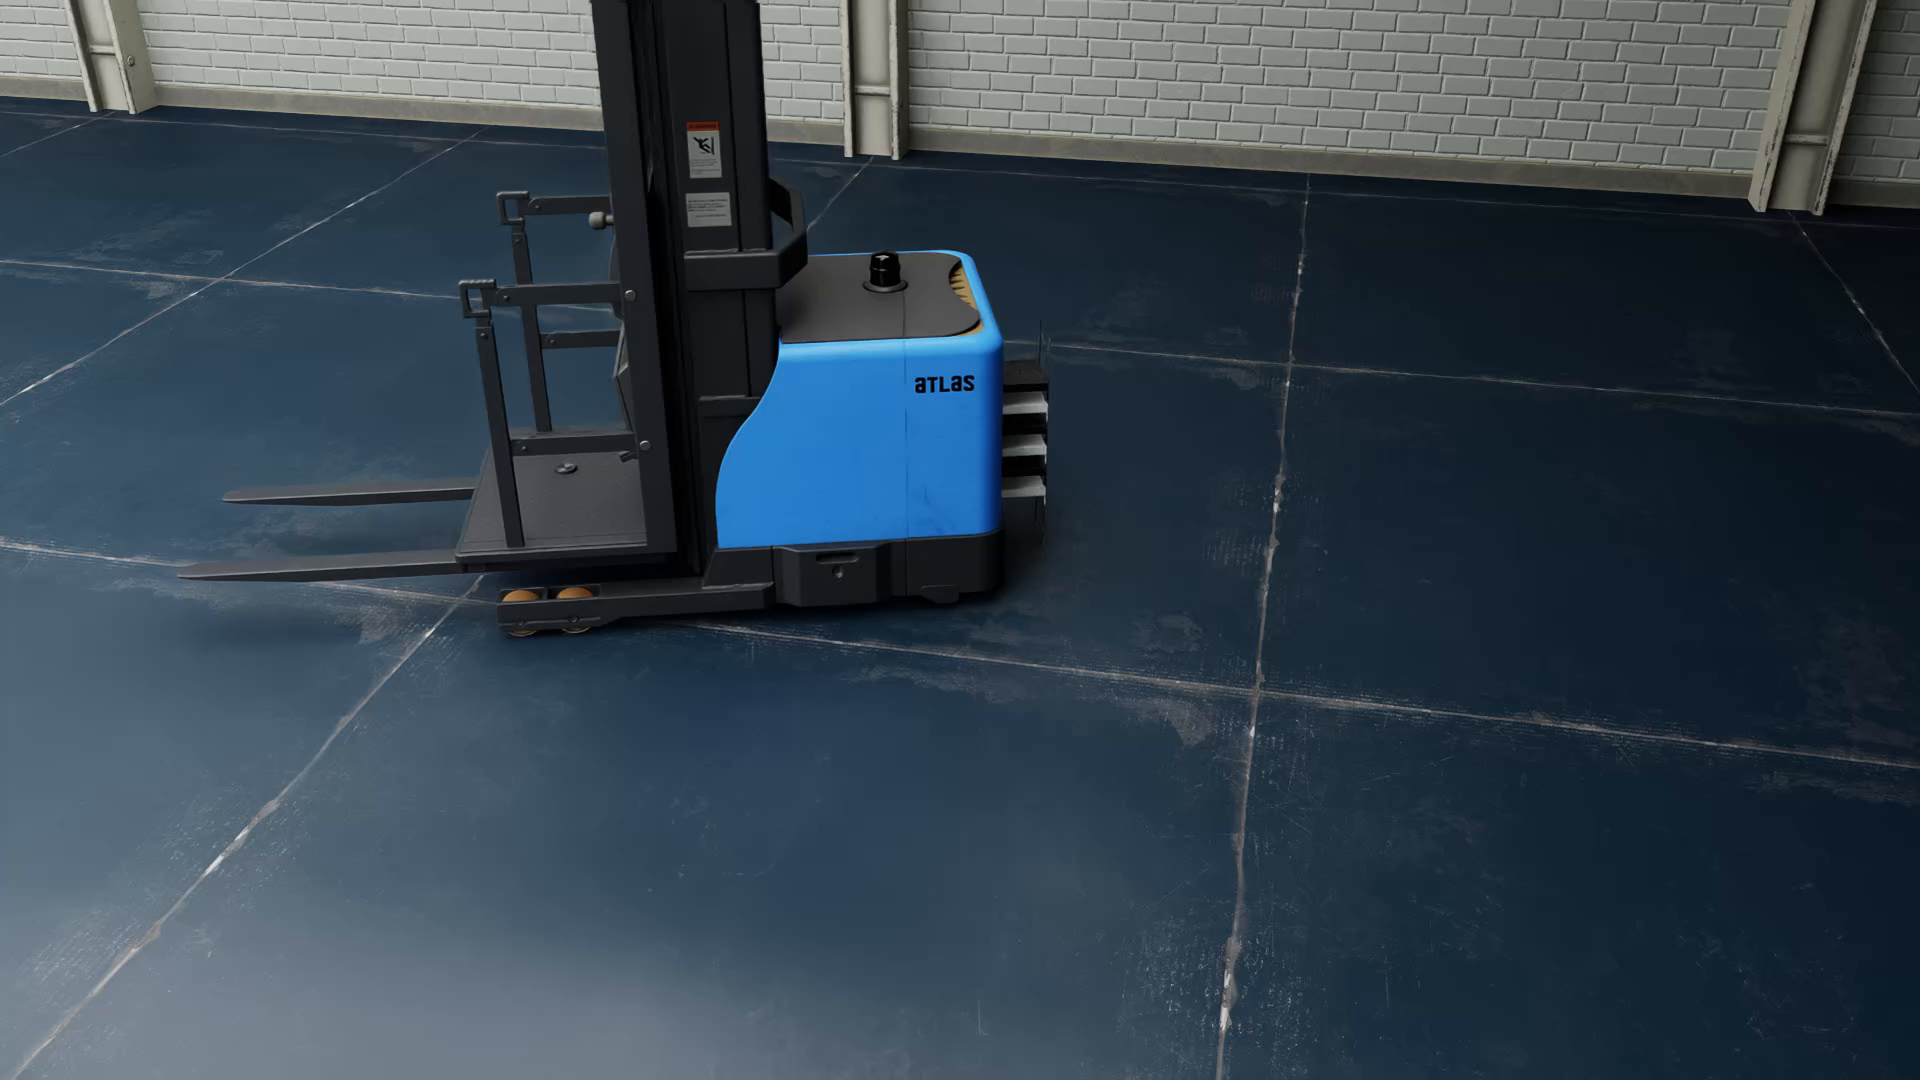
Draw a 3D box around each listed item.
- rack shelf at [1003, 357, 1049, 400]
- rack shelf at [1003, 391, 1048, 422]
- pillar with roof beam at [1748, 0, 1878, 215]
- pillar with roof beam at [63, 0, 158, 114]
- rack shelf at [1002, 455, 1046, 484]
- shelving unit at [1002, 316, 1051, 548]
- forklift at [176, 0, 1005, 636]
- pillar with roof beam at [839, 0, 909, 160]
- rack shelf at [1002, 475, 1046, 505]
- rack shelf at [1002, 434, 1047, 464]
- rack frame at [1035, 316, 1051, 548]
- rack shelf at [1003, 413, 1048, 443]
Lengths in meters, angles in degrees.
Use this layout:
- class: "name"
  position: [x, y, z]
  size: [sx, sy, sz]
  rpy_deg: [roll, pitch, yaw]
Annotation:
- class: "rack shelf"
  position: [0.225, -0.623, 6.458]
  size: [0.200, 0.077, 0.258]
  rpy_deg: [-3, 29, -6]
- class: "rack shelf"
  position: [0.225, -0.544, 6.501]
  size: [0.200, 0.077, 0.258]
  rpy_deg: [-3, 29, -6]
- class: "pillar with roof beam"
  position: [4.385, -4.065, 4.804]
  size: [0.400, 9.000, 9.100]
  rpy_deg: [6, 29, 11]
- class: "pillar with roof beam"
  position: [-7.350, -5.268, 7.002]
  size: [0.400, 9.000, 9.100]
  rpy_deg: [6, 29, 11]
- class: "rack shelf"
  position: [0.225, -0.307, 6.631]
  size: [0.200, 0.077, 0.258]
  rpy_deg: [-3, 29, -6]
- class: "shelving unit"
  position: [0.225, -0.415, 6.571]
  size: [0.210, 0.900, 0.258]
  rpy_deg: [-3, 29, -6]
- class: "forklift"
  position: [-1.386, -1.200, 5.890]
  size: [3.031, 2.935, 1.130]
  rpy_deg: [-3, 29, -6]
- class: "pillar with roof beam"
  position: [-1.482, -4.666, 5.903]
  size: [0.400, 9.000, 9.100]
  rpy_deg: [6, 29, 11]
- class: "rack shelf"
  position: [0.225, -0.228, 6.674]
  size: [0.200, 0.077, 0.258]
  rpy_deg: [-3, 29, -6]
- class: "rack shelf"
  position: [0.225, -0.386, 6.587]
  size: [0.200, 0.077, 0.258]
  rpy_deg: [-3, 29, -6]
- class: "rack frame"
  position: [0.326, -0.421, 6.582]
  size: [0.006, 0.900, 0.240]
  rpy_deg: [-3, 29, -6]
- class: "rack shelf"
  position: [0.225, -0.465, 6.544]
  size: [0.200, 0.077, 0.258]
  rpy_deg: [-3, 29, -6]
